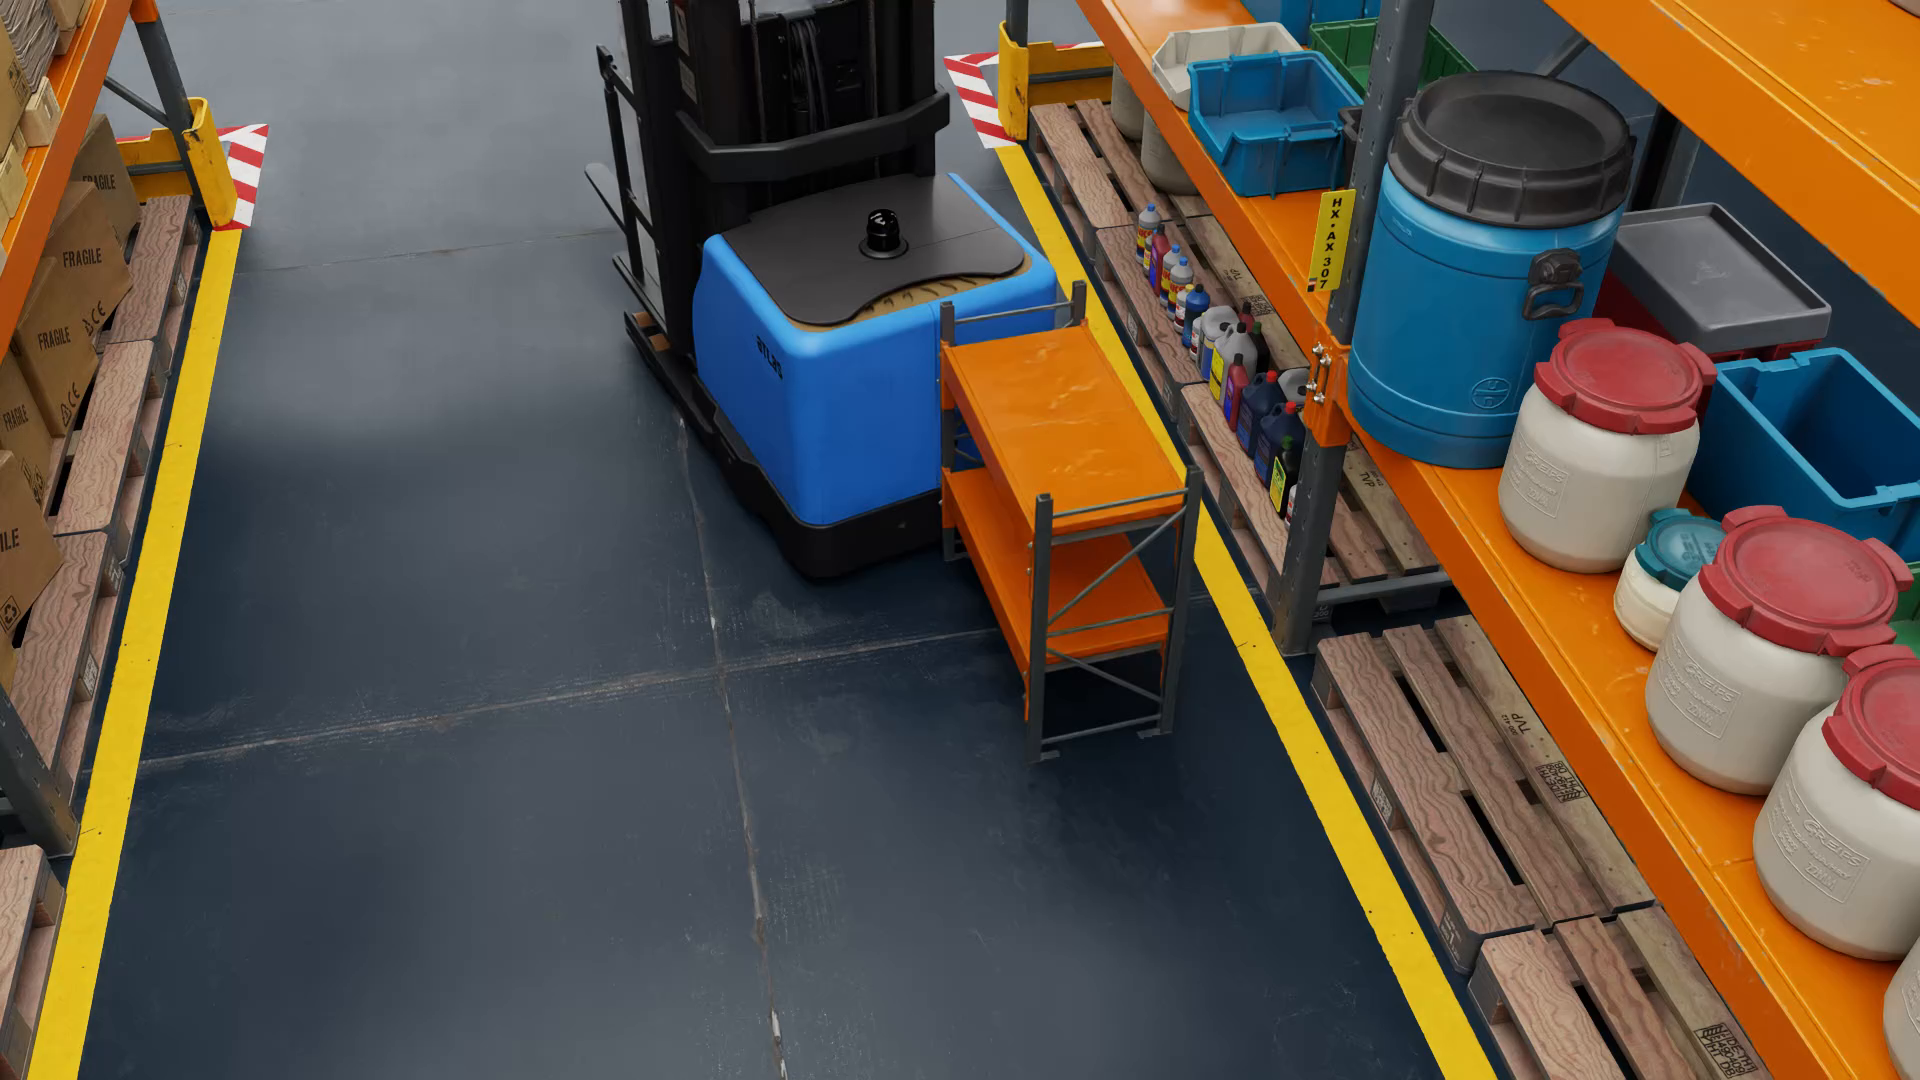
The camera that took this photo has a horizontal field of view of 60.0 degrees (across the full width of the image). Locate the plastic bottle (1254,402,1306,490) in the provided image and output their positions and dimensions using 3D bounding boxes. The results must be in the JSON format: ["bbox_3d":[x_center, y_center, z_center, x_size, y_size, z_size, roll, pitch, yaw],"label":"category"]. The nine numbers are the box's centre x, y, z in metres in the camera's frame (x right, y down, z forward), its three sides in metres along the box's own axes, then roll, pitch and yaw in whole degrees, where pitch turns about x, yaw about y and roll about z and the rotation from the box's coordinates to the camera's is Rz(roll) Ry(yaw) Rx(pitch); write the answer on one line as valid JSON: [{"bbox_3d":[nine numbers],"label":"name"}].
[{"bbox_3d":[1.176,-0.368,6.069,0.144,0.351,0.185,-9,42,-10],"label":"plastic bottle"}]

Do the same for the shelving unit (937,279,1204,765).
[{"bbox_3d":[0.318,-0.067,5.479,0.538,1.125,1.048,-11,43,-12],"label":"shelving unit"}]

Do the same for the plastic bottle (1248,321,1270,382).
[{"bbox_3d":[1.159,-0.708,6.502,0.061,0.283,0.133,-8,42,-9],"label":"plastic bottle"}]

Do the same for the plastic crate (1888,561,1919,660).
[{"bbox_3d":[2.248,0.350,3.756,0.450,0.188,0.662,-8,42,-9],"label":"plastic crate"}]

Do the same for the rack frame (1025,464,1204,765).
[{"bbox_3d":[0.459,0.257,5.113,0.500,1.125,0.032,-11,43,-12],"label":"rack frame"}]

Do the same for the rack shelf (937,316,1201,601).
[{"bbox_3d":[0.318,-0.286,5.284,0.538,0.278,1.000,-11,43,-12],"label":"rack shelf"}]

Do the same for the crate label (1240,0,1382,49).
[{"bbox_3d":[1.394,-2.269,6.520,0.502,0.435,0.616,-8,42,-9],"label":"crate label"}]

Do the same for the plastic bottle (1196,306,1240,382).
[{"bbox_3d":[1.034,-0.779,6.589,0.152,0.276,0.135,-8,42,-8],"label":"plastic bottle"}]

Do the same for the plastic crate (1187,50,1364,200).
[{"bbox_3d":[1.092,-1.440,5.725,0.499,0.251,0.616,-8,42,-9],"label":"plastic crate"}]

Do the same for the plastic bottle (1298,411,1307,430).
[{"bbox_3d":[1.317,-0.388,6.092,0.144,0.351,0.185,-8,42,-9],"label":"plastic bottle"}]

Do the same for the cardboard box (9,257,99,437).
[{"bbox_3d":[-3.706,-0.725,6.373,0.500,0.500,0.500,-5,42,-5],"label":"cardboard box"}]

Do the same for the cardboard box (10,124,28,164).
[{"bbox_3d":[-3.428,-1.322,5.669,0.380,0.149,0.250,-8,42,-9],"label":"cardboard box"}]

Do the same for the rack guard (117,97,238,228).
[{"bbox_3d":[-4.087,-1.717,7.807,1.175,0.500,0.348,-8,42,-9],"label":"rack guard"}]

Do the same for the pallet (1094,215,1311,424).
[{"bbox_3d":[1.225,-1.008,7.227,1.003,0.211,1.213,-8,42,-9],"label":"pallet"}]

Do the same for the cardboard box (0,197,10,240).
[{"bbox_3d":[-3.286,-1.003,5.310,0.380,0.149,0.250,-8,42,-9],"label":"cardboard box"}]

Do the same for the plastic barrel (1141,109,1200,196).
[{"bbox_3d":[1.058,-1.897,7.685,0.421,0.512,0.421,0,42,0],"label":"plastic barrel"}]

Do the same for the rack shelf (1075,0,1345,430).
[{"bbox_3d":[1.165,-1.845,6.611,1.077,0.370,4.000,-8,42,-9],"label":"rack shelf"}]

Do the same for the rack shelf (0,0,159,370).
[{"bbox_3d":[-3.672,-1.135,5.811,1.077,0.370,4.000,-8,42,-9],"label":"rack shelf"}]

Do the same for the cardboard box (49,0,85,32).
[{"bbox_3d":[-3.786,-2.182,6.149,0.875,0.500,0.500,-8,42,-9],"label":"cardboard box"}]

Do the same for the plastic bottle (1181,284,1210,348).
[{"bbox_3d":[0.959,-0.916,6.747,0.097,0.271,0.097,0,42,0],"label":"plastic bottle"}]

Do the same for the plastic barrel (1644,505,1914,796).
[{"bbox_3d":[1.747,0.259,3.597,0.433,0.535,0.433,0,42,0],"label":"plastic barrel"}]

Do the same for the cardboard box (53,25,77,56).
[{"bbox_3d":[-3.644,-1.971,6.400,0.380,0.149,0.250,-8,42,-9],"label":"cardboard box"}]

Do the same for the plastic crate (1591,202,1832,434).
[{"bbox_3d":[2.000,-0.572,4.586,0.402,0.464,0.583,-8,42,-9],"label":"plastic crate"}]

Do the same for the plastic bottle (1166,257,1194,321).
[{"bbox_3d":[0.916,-1.048,6.895,0.097,0.271,0.097,0,42,0],"label":"plastic bottle"}]

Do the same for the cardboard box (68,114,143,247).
[{"bbox_3d":[-3.985,-1.516,7.265,0.500,0.500,0.500,-1,42,-1],"label":"cardboard box"}]

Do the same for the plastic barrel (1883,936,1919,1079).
[{"bbox_3d":[1.938,0.824,2.978,0.421,0.512,0.421,0,42,0],"label":"plastic barrel"}]

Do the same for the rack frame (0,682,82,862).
[{"bbox_3d":[-3.240,-0.108,4.112,1.000,3.000,0.127,-8,42,-9],"label":"rack frame"}]

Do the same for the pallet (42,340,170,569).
[{"bbox_3d":[-3.686,-0.288,6.415,1.003,0.211,1.213,-8,42,-9],"label":"pallet"}]

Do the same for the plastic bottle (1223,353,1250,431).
[{"bbox_3d":[1.059,-0.566,6.343,0.061,0.283,0.133,-6,42,-6],"label":"plastic bottle"}]

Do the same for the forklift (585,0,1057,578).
[{"bbox_3d":[-0.784,-1.931,6.218,1.130,2.935,3.031,-19,45,-20],"label":"forklift"}]

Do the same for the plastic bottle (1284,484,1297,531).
[{"bbox_3d":[1.214,-0.126,5.909,0.097,0.201,0.097,0,42,0],"label":"plastic bottle"}]

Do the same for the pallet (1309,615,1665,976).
[{"bbox_3d":[1.804,0.729,5.270,1.003,0.211,1.213,-8,42,-9],"label":"pallet"}]

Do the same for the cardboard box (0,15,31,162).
[{"bbox_3d":[-3.624,-1.526,5.410,0.875,0.500,0.500,-8,42,-9],"label":"cardboard box"}]

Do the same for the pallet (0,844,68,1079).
[{"bbox_3d":[-3.070,1.439,4.469,1.003,0.211,1.213,-8,42,-9],"label":"pallet"}]

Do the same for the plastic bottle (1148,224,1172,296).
[{"bbox_3d":[0.851,-1.190,7.046,0.061,0.283,0.133,-8,42,-9],"label":"plastic bottle"}]

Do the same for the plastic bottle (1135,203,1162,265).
[{"bbox_3d":[0.820,-1.335,7.218,0.097,0.271,0.097,0,42,0],"label":"plastic bottle"}]

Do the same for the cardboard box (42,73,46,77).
[{"bbox_3d":[-3.554,-1.644,6.031,0.380,0.149,0.250,-8,42,-9],"label":"cardboard box"}]

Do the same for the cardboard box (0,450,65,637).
[{"bbox_3d":[-3.418,0.035,5.518,0.500,0.500,0.500,4,42,4],"label":"cardboard box"}]

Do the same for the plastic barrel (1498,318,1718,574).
[{"bbox_3d":[1.589,-0.217,4.132,0.433,0.535,0.433,0,42,0],"label":"plastic barrel"}]

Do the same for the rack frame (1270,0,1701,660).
[{"bbox_3d":[1.596,-0.818,4.912,1.000,3.000,0.127,-8,42,-9],"label":"rack frame"}]
